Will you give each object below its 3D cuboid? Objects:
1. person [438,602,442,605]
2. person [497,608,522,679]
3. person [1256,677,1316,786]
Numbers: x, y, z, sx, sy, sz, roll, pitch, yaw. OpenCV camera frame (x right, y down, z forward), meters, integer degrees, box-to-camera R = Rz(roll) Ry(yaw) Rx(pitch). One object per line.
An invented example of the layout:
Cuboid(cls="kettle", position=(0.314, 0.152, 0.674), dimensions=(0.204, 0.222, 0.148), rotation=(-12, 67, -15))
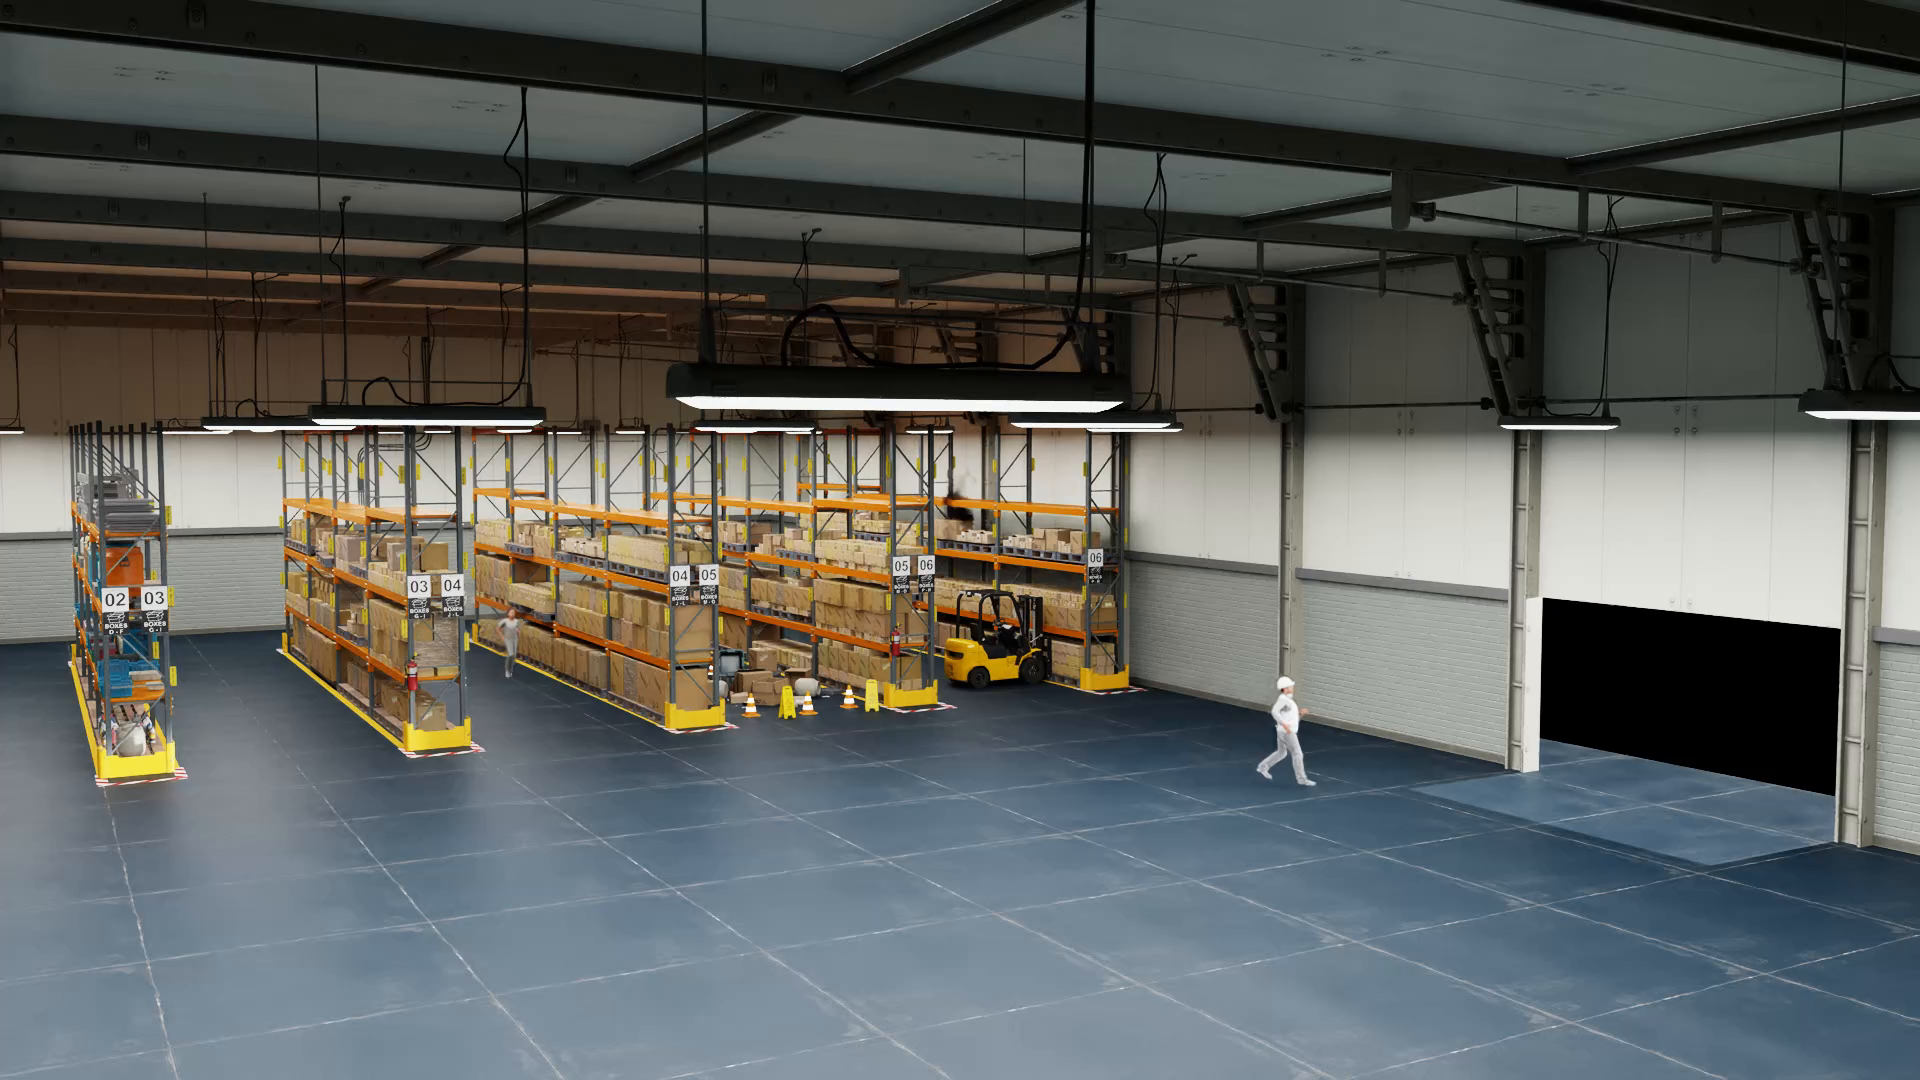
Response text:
Cuboid(cls="person", position=(-14.511, 2.055, 46.735), dimensions=(0.561, 1.596, 0.636), rotation=(1, 4, 21))
Cuboid(cls="person", position=(-10.682, 2.449, 39.570), dimensions=(0.539, 1.673, 0.687), rotation=(-3, 5, -39))
Cuboid(cls="person", position=(5.352, 3.126, 27.240), dimensions=(0.968, 1.760, 0.653), rotation=(1, 4, 8))
